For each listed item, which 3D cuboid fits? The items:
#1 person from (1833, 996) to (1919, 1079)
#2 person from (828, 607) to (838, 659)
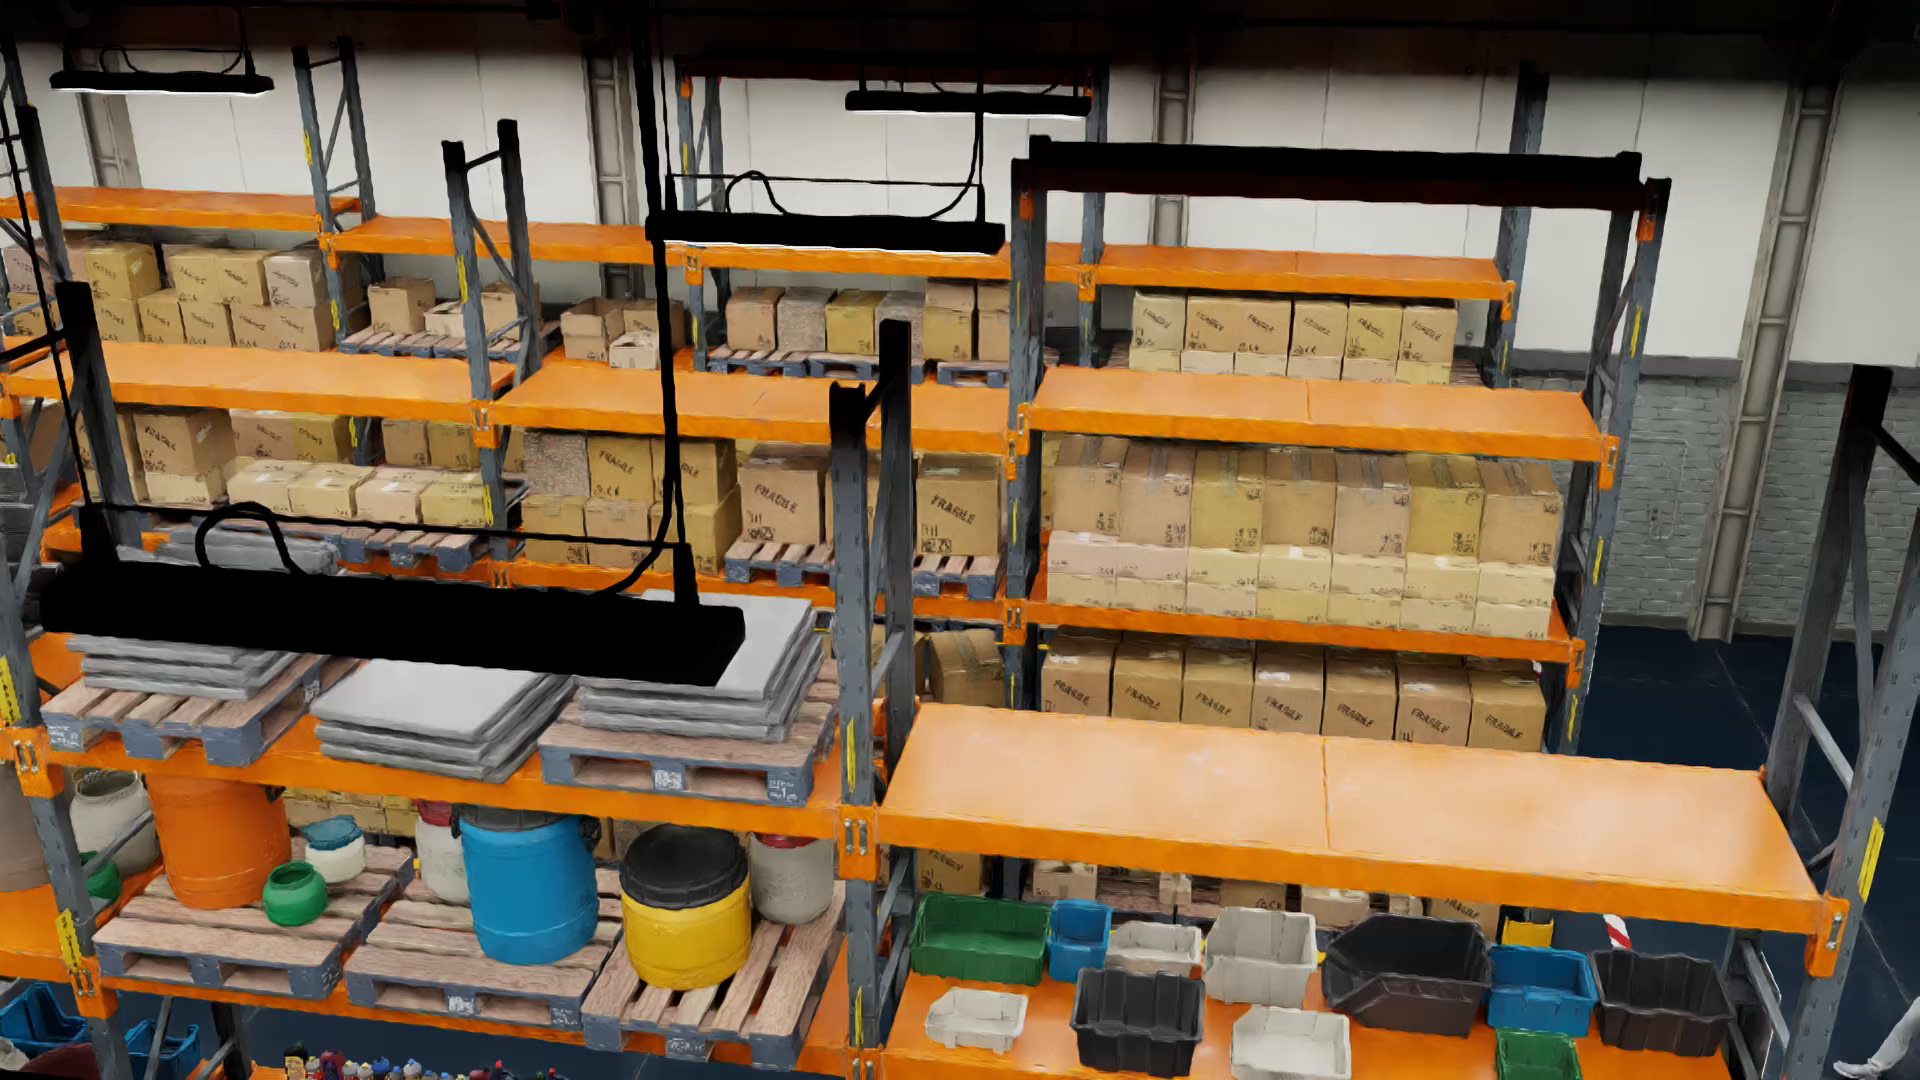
[{"bbox_3d":[6.574,3.073,11.043,1.089,1.590,0.488,3,23,7],"label":"person"},{"bbox_3d":[-1.009,1.139,15.502,0.571,1.714,0.719,3,23,8],"label":"person"}]
